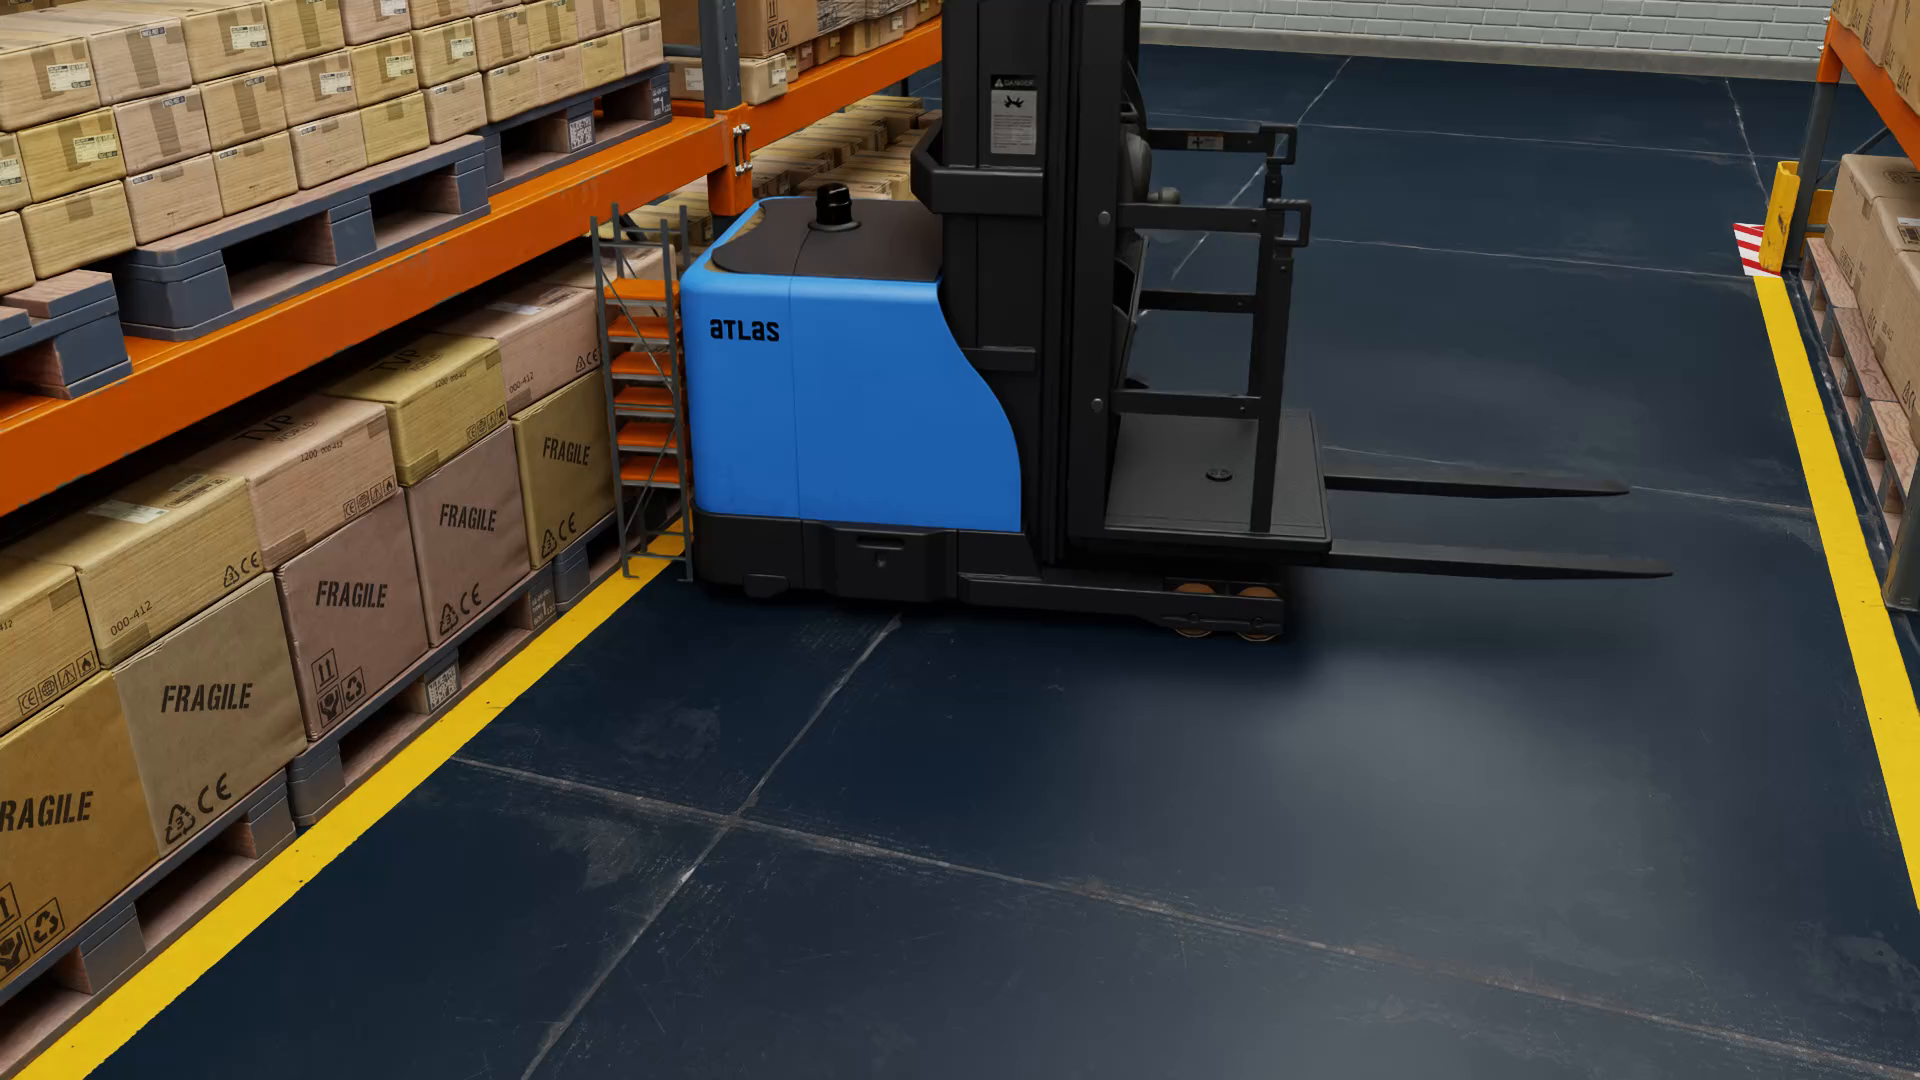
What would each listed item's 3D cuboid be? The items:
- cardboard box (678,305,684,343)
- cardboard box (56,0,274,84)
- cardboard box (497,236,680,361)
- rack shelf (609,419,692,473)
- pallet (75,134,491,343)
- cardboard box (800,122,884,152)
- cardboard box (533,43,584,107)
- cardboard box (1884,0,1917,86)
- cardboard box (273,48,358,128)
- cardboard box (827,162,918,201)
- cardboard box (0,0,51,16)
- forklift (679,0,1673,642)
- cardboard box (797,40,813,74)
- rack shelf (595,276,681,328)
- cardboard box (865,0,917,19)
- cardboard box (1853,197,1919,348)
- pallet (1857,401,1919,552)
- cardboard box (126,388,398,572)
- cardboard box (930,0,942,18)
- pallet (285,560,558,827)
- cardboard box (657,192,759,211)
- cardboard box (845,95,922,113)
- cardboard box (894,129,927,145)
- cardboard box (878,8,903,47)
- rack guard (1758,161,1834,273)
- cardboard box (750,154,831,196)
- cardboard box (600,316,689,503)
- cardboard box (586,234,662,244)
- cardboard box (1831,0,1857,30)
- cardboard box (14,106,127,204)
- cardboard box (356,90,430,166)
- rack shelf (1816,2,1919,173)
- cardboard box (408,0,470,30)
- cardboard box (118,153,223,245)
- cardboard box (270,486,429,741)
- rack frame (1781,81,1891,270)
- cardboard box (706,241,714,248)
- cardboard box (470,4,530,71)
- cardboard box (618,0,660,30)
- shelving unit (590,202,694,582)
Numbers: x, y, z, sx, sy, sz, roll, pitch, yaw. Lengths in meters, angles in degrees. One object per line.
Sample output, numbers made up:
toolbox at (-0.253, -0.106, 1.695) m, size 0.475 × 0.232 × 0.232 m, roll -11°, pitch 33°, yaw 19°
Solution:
cardboard box at (-1.291, -0.967, 7.094) m, size 0.380 × 0.149 × 0.250 m, roll 10°, pitch 27°, yaw 19°
cardboard box at (-1.824, -1.158, 3.823) m, size 0.380 × 0.149 × 0.250 m, roll 10°, pitch 27°, yaw 19°
cardboard box at (-1.275, -0.815, 5.516) m, size 0.500 × 0.250 × 0.500 m, roll 8°, pitch 27°, yaw 16°
rack shelf at (-0.976, -0.304, 5.365) m, size 0.258 × 0.103 × 0.180 m, roll 4°, pitch 25°, yaw 8°
pallet at (-1.976, -0.845, 4.274) m, size 1.003 × 0.211 × 1.213 m, roll 9°, pitch 27°, yaw 17°
cardboard box at (-0.616, -2.078, 8.706) m, size 0.380 × 0.149 × 0.250 m, roll 7°, pitch 27°, yaw 15°
cardboard box at (-1.381, -1.431, 5.070) m, size 0.380 × 0.149 × 0.250 m, roll 9°, pitch 27°, yaw 17°
cardboard box at (3.858, -1.986, 6.295) m, size 0.500 × 0.500 × 0.500 m, roll 10°, pitch 27°, yaw 19°
cardboard box at (-1.733, -1.132, 4.112) m, size 0.380 × 0.149 × 0.250 m, roll 10°, pitch 27°, yaw 19°
cardboard box at (-0.411, -1.680, 7.884) m, size 0.380 × 0.149 × 0.250 m, roll 9°, pitch 27°, yaw 18°
cardboard box at (-2.433, -1.255, 4.023) m, size 0.380 × 0.149 × 0.250 m, roll 10°, pitch 28°, yaw 20°
forklift at (0.707, -1.254, 4.976) m, size 3.031 × 2.935 × 1.130 m, roll 4°, pitch 26°, yaw 7°
cardboard box at (-0.807, -1.946, 6.615) m, size 0.380 × 0.149 × 0.250 m, roll 8°, pitch 27°, yaw 15°
rack shelf at (-0.976, -0.741, 5.167) m, size 0.258 × 0.103 × 0.180 m, roll 4°, pitch 25°, yaw 8°
cardboard box at (-0.503, -2.508, 7.031) m, size 0.500 × 0.500 × 0.500 m, roll 8°, pitch 27°, yaw 16°
cardboard box at (4.346, -1.096, 7.030) m, size 0.875 × 0.438 × 0.875 m, roll 9°, pitch 27°, yaw 19°
pallet at (3.763, -0.126, 5.767) m, size 1.003 × 0.211 × 1.213 m, roll 9°, pitch 27°, yaw 17°
cardboard box at (-1.793, -0.172, 4.188) m, size 0.500 × 0.250 × 0.500 m, roll 9°, pitch 27°, yaw 18°
cardboard box at (-0.288, -2.595, 7.956) m, size 0.380 × 0.149 × 0.250 m, roll 8°, pitch 27°, yaw 15°
pallet at (-1.927, 0.322, 4.842) m, size 1.003 × 0.211 × 1.213 m, roll 9°, pitch 27°, yaw 17°
cardboard box at (-1.109, -1.423, 7.353) m, size 0.380 × 0.149 × 0.250 m, roll 10°, pitch 27°, yaw 19°
cardboard box at (-0.429, -2.407, 9.387) m, size 0.380 × 0.149 × 0.250 m, roll 8°, pitch 27°, yaw 15°
cardboard box at (-0.121, -2.002, 8.550) m, size 0.380 × 0.149 × 0.250 m, roll 8°, pitch 27°, yaw 15°
cardboard box at (-0.470, -2.260, 7.264) m, size 0.380 × 0.149 × 0.250 m, roll 10°, pitch 28°, yaw 20°
rack guard at (4.775, -1.608, 8.498) m, size 1.175 × 0.500 × 0.348 m, roll 9°, pitch 27°, yaw 17°
cardboard box at (-0.842, -1.746, 8.022) m, size 0.380 × 0.149 × 0.250 m, roll 9°, pitch 27°, yaw 18°
cardboard box at (-1.274, -0.479, 5.684) m, size 0.500 × 0.500 × 0.500 m, roll 8°, pitch 27°, yaw 16°
cardboard box at (-1.392, -1.113, 6.714) m, size 0.380 × 0.149 × 0.250 m, roll 10°, pitch 27°, yaw 19°
cardboard box at (4.337, -2.613, 7.589) m, size 0.500 × 0.500 × 0.500 m, roll 9°, pitch 27°, yaw 17°
cardboard box at (-1.988, -0.817, 3.460) m, size 0.380 × 0.149 × 0.250 m, roll 9°, pitch 27°, yaw 18°
cardboard box at (-1.641, -1.104, 4.395) m, size 0.380 × 0.149 × 0.250 m, roll 10°, pitch 28°, yaw 20°
rack shelf at (4.102, -1.578, 6.392) m, size 1.077 × 0.370 × 4.000 m, roll 9°, pitch 27°, yaw 17°
cardboard box at (-1.563, -1.481, 4.491) m, size 0.380 × 0.149 × 0.250 m, roll 8°, pitch 27°, yaw 16°
cardboard box at (-1.904, -0.785, 3.735) m, size 0.380 × 0.149 × 0.250 m, roll 10°, pitch 27°, yaw 19°
cardboard box at (-1.790, 0.152, 4.381) m, size 0.500 × 0.500 × 0.500 m, roll 8°, pitch 27°, yaw 16°
rack frame at (4.767, -2.723, 7.933) m, size 1.000 × 3.000 × 0.127 m, roll 9°, pitch 27°, yaw 17°
cardboard box at (-0.808, -1.146, 6.781) m, size 0.380 × 0.149 × 0.250 m, roll 10°, pitch 28°, yaw 20°
cardboard box at (-1.470, -1.451, 4.769) m, size 0.380 × 0.149 × 0.250 m, roll 8°, pitch 27°, yaw 16°
cardboard box at (-1.211, -1.774, 5.436) m, size 0.380 × 0.149 × 0.250 m, roll 10°, pitch 27°, yaw 19°
shelving unit at (-0.976, -0.454, 5.297) m, size 0.258 × 1.200 × 0.189 m, roll 4°, pitch 25°, yaw 8°
